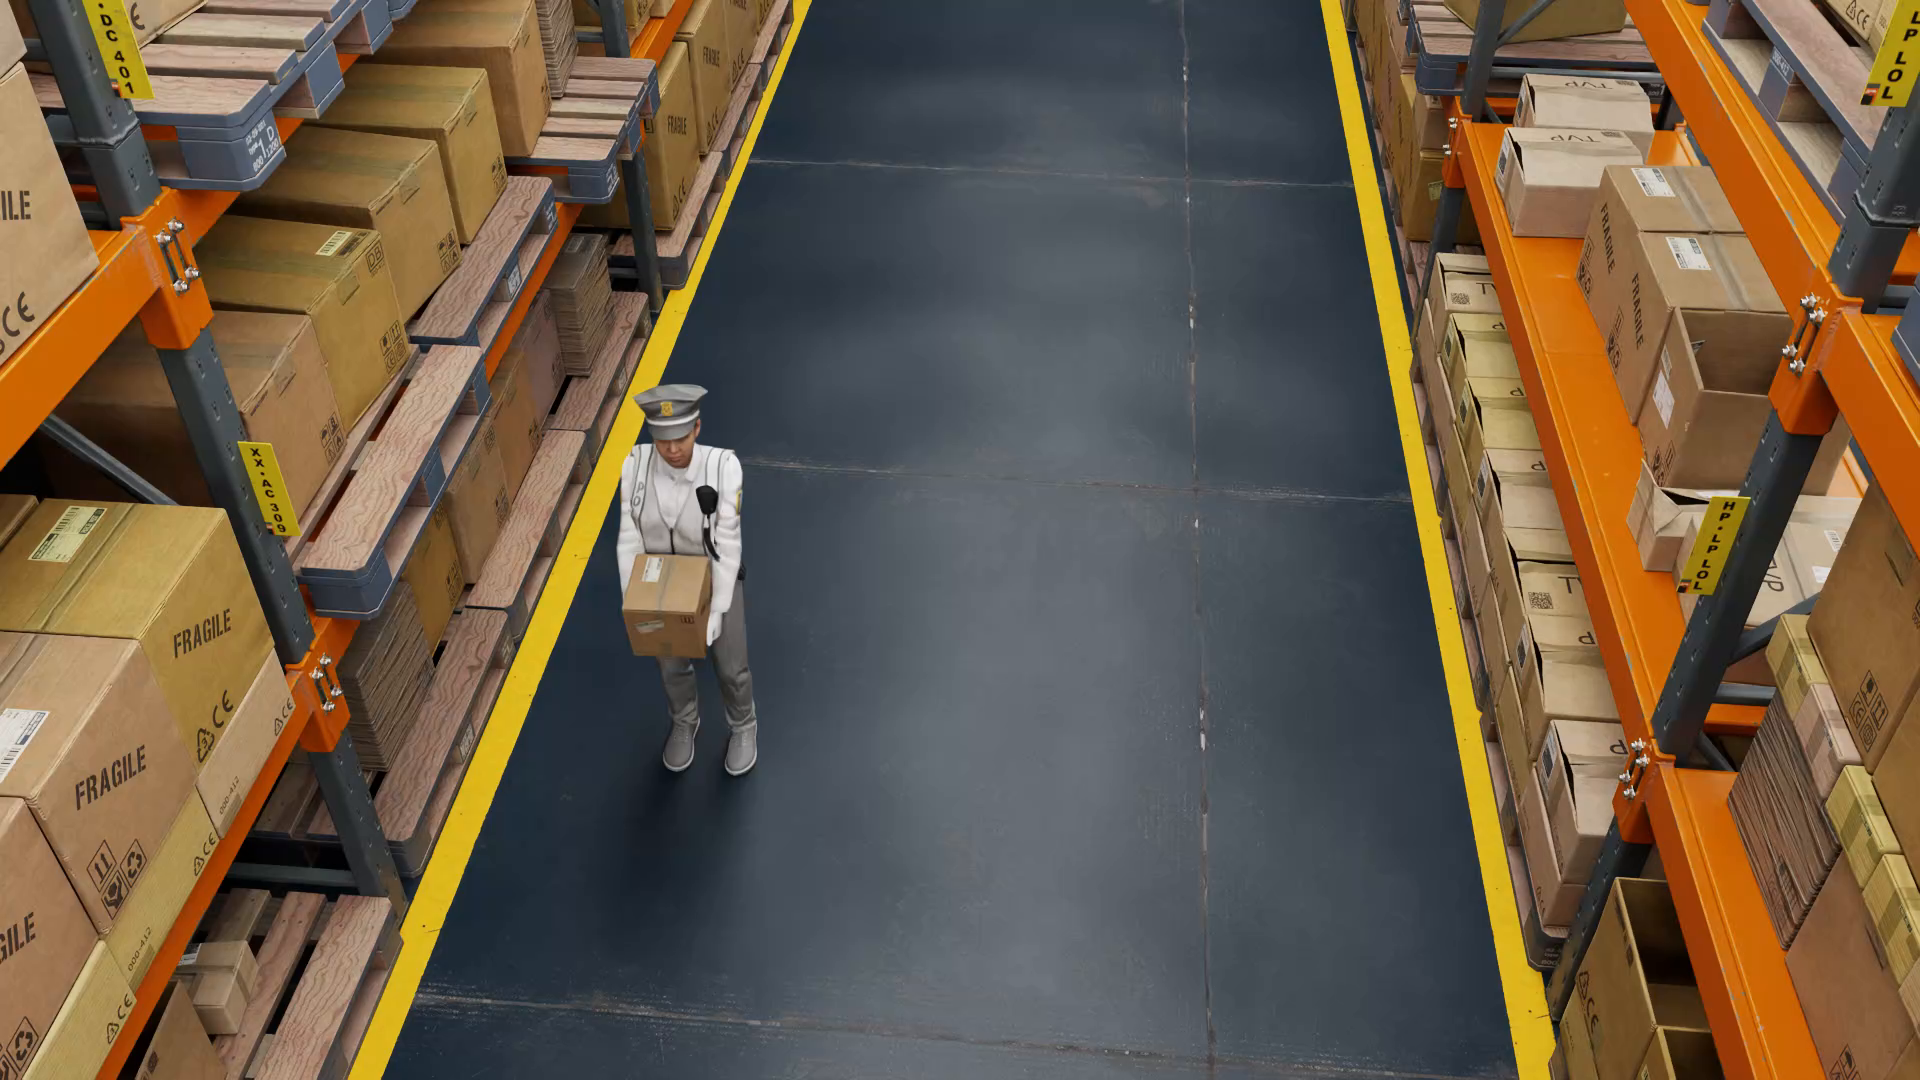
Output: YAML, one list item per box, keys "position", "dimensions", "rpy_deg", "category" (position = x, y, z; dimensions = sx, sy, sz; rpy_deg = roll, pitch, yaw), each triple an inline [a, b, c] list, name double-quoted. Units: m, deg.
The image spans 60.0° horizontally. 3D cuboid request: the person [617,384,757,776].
- position: [-0.967, 0.210, 5.894]
  dimensions: [0.434, 1.691, 0.515]
  rpy_deg: [3, 40, 3]
  category: "person"
